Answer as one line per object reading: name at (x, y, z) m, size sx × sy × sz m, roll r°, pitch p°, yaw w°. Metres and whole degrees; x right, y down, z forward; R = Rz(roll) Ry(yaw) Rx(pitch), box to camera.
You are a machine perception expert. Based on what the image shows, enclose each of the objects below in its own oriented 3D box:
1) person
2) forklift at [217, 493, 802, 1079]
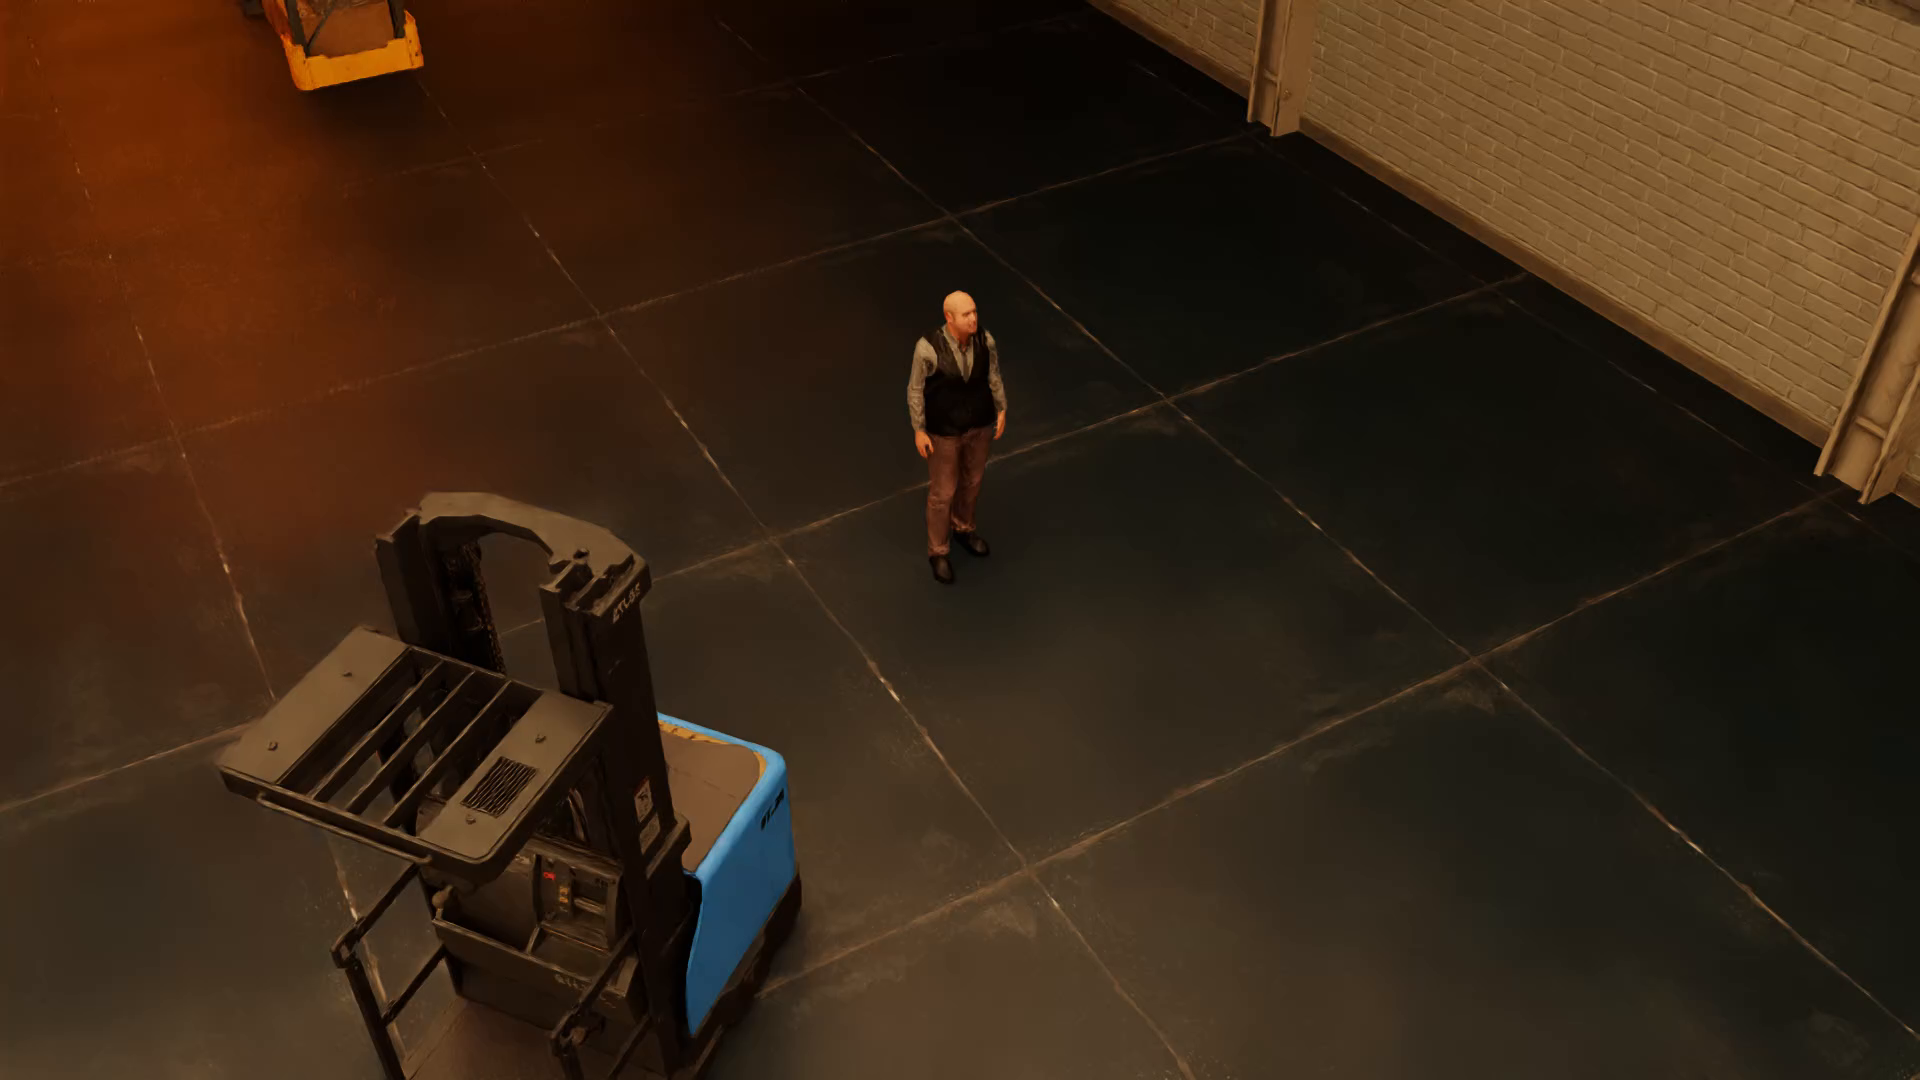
person at (0.024, -0.631, 9.733) m, size 0.632 × 1.720 × 0.567 m, roll -20°, pitch 44°, yaw -23°
forklift at (-1.812, 1.405, 6.342) m, size 1.130 × 2.935 × 3.031 m, roll 15°, pitch 42°, yaw 18°
